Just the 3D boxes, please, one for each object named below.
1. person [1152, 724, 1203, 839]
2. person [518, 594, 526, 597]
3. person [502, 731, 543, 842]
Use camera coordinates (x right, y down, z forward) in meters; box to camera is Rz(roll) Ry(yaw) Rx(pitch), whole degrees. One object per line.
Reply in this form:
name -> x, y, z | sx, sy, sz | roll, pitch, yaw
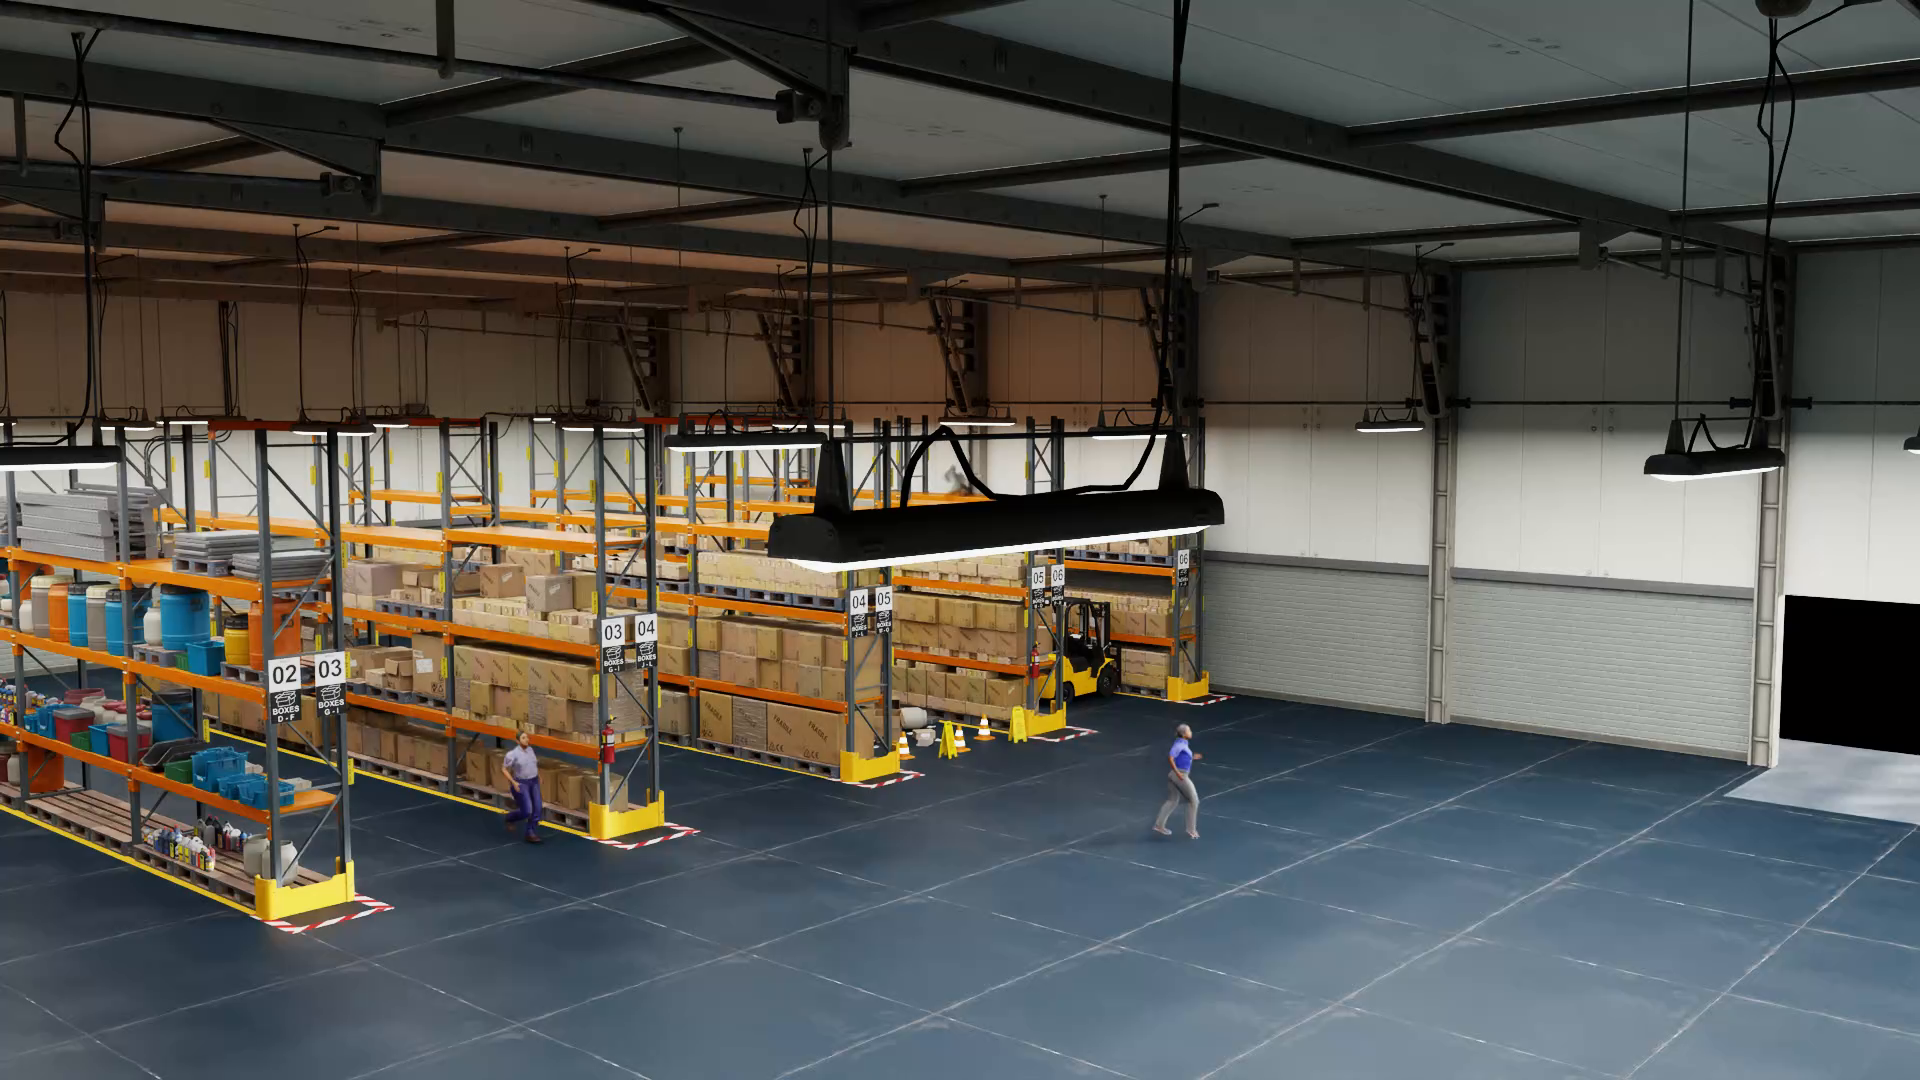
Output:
person -> 3.168, 3.516, 24.136 | 0.751, 1.724, 0.549 | -1, 5, -11
person -> -11.419, 1.883, 43.224 | 0.871, 1.729, 0.774 | -2, 5, -24
person -> -6.281, 3.552, 23.972 | 0.562, 1.569, 0.597 | 3, 6, 36
